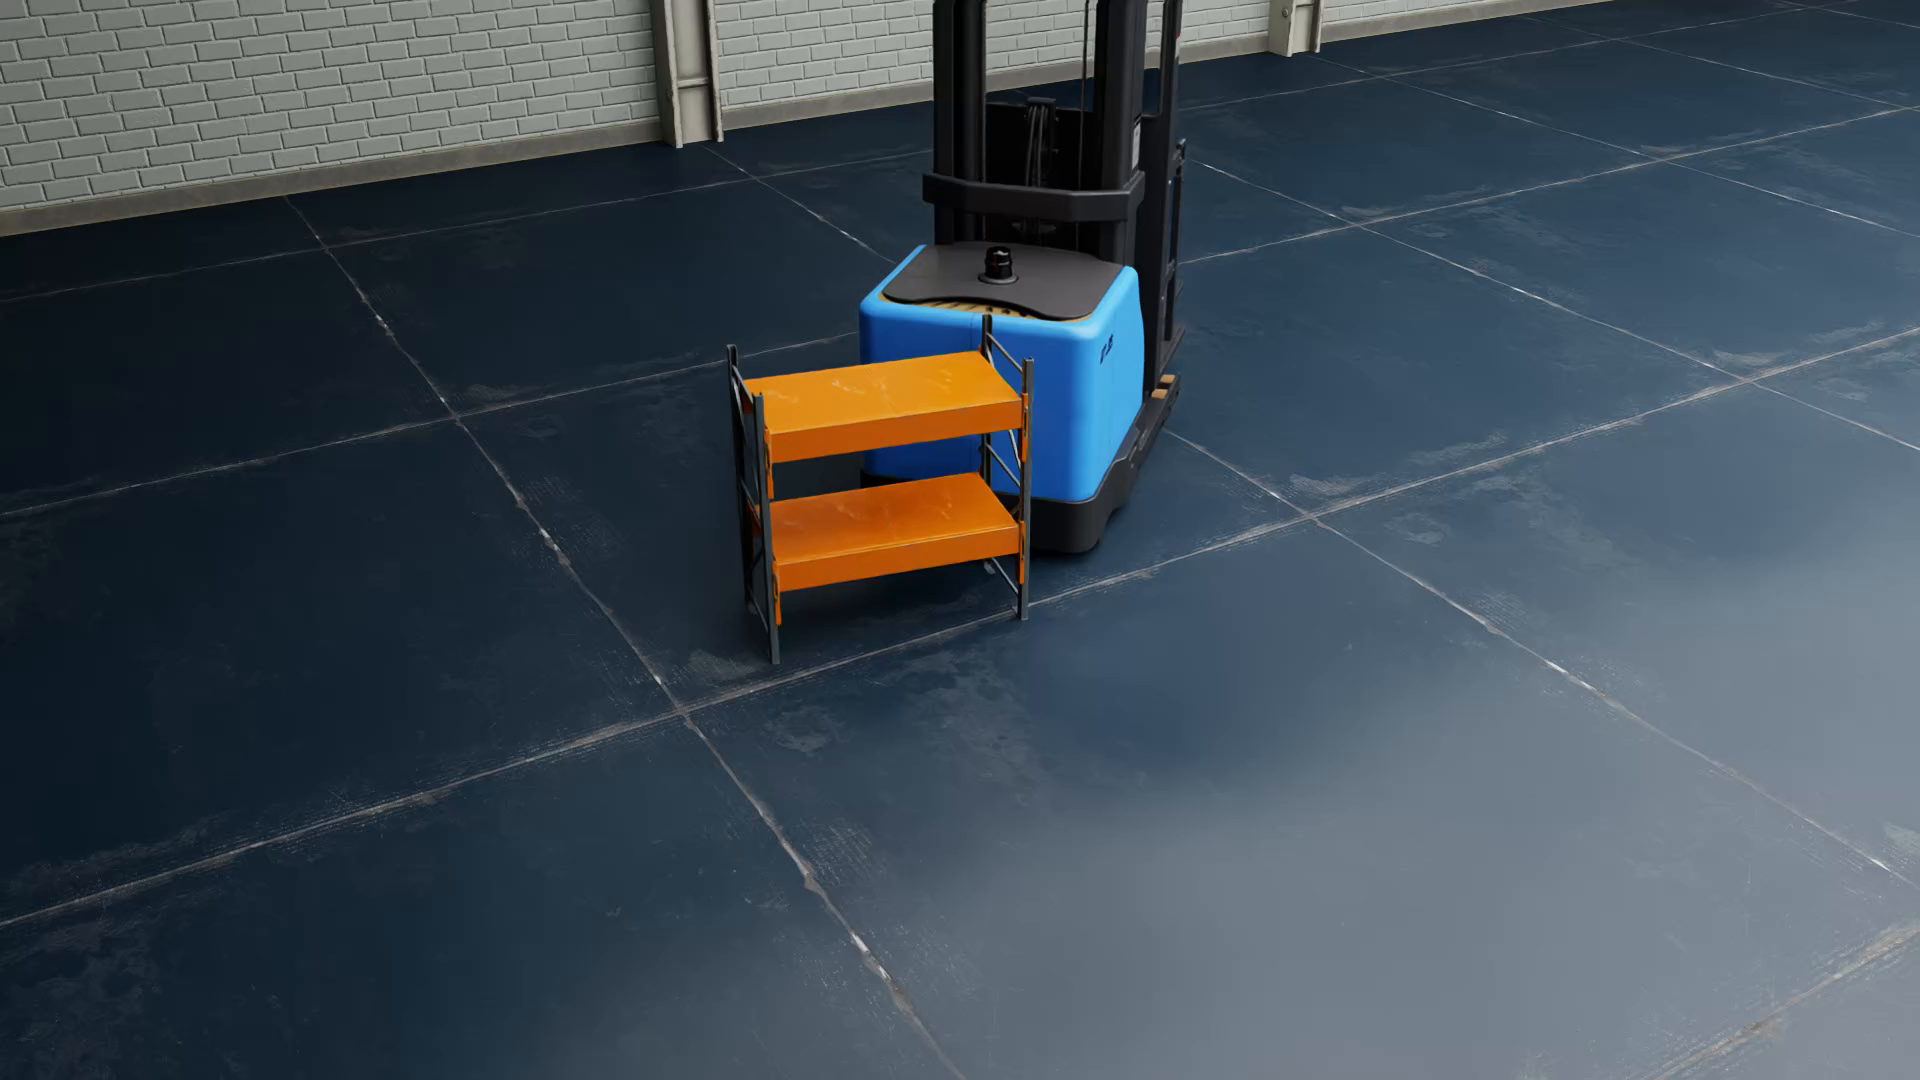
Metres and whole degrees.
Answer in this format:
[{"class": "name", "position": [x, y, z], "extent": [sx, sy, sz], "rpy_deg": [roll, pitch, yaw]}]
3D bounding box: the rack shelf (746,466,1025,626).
[{"class": "rack shelf", "position": [-0.302, 0.009, 6.575], "extent": [1.000, 0.278, 0.538], "rpy_deg": [-9, 30, -16]}]

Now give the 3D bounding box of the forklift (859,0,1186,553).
[{"class": "forklift", "position": [0.494, -1.924, 7.703], "extent": [1.130, 2.935, 3.031], "rpy_deg": [9, 30, 15]}]

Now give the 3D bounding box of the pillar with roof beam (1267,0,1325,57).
[{"class": "pillar with roof beam", "position": [5.286, -6.710, 10.095], "extent": [0.400, 9.000, 9.100], "rpy_deg": [-16, 33, -26]}]

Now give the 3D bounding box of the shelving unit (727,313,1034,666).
[{"class": "shelving unit", "position": [-0.302, -0.205, 6.457], "extent": [1.048, 1.125, 0.538], "rpy_deg": [-9, 30, -16]}]

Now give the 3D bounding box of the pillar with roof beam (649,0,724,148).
[{"class": "pillar with roof beam", "position": [0.113, -5.241, 7.434], "extent": [0.400, 9.000, 9.100], "rpy_deg": [-16, 33, -26]}]

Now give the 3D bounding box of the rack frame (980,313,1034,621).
[{"class": "rack frame", "position": [0.180, -0.283, 6.598], "extent": [0.032, 1.125, 0.500], "rpy_deg": [-9, 30, -16]}]

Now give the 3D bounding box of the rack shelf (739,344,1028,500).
[{"class": "rack shelf", "position": [-0.302, -0.461, 6.316], "extent": [1.000, 0.278, 0.538], "rpy_deg": [-9, 30, -16]}]

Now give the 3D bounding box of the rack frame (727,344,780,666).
[{"class": "rack frame", "position": [-0.784, -0.127, 6.316], "extent": [0.032, 1.125, 0.500], "rpy_deg": [-9, 30, -16]}]
